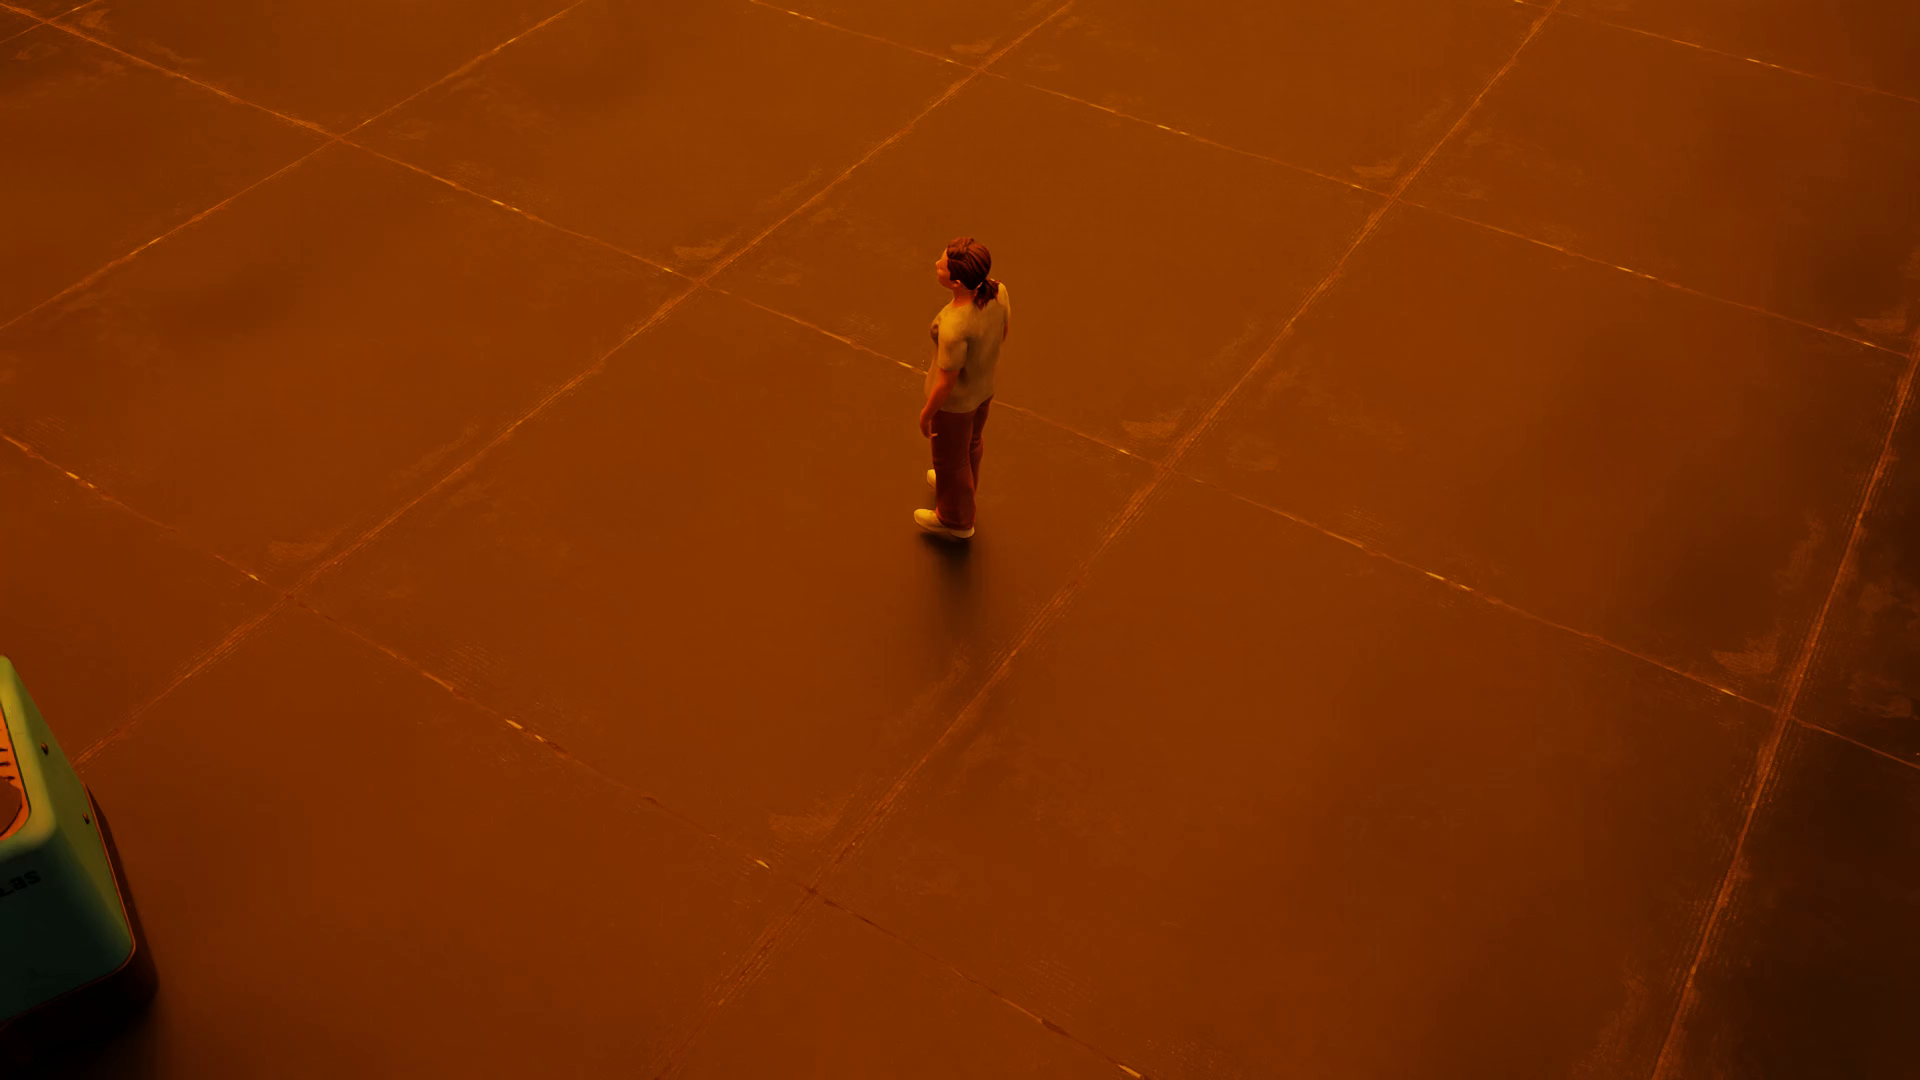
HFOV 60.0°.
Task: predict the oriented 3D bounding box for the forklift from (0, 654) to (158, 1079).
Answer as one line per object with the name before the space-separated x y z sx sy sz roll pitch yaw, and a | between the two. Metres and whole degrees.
forklift | -4.482 0.920 4.878 3.031 2.935 1.130 -24 48 -23

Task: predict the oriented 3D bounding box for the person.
person | -0.055 -0.587 7.491 0.548 1.427 0.552 24 48 23
